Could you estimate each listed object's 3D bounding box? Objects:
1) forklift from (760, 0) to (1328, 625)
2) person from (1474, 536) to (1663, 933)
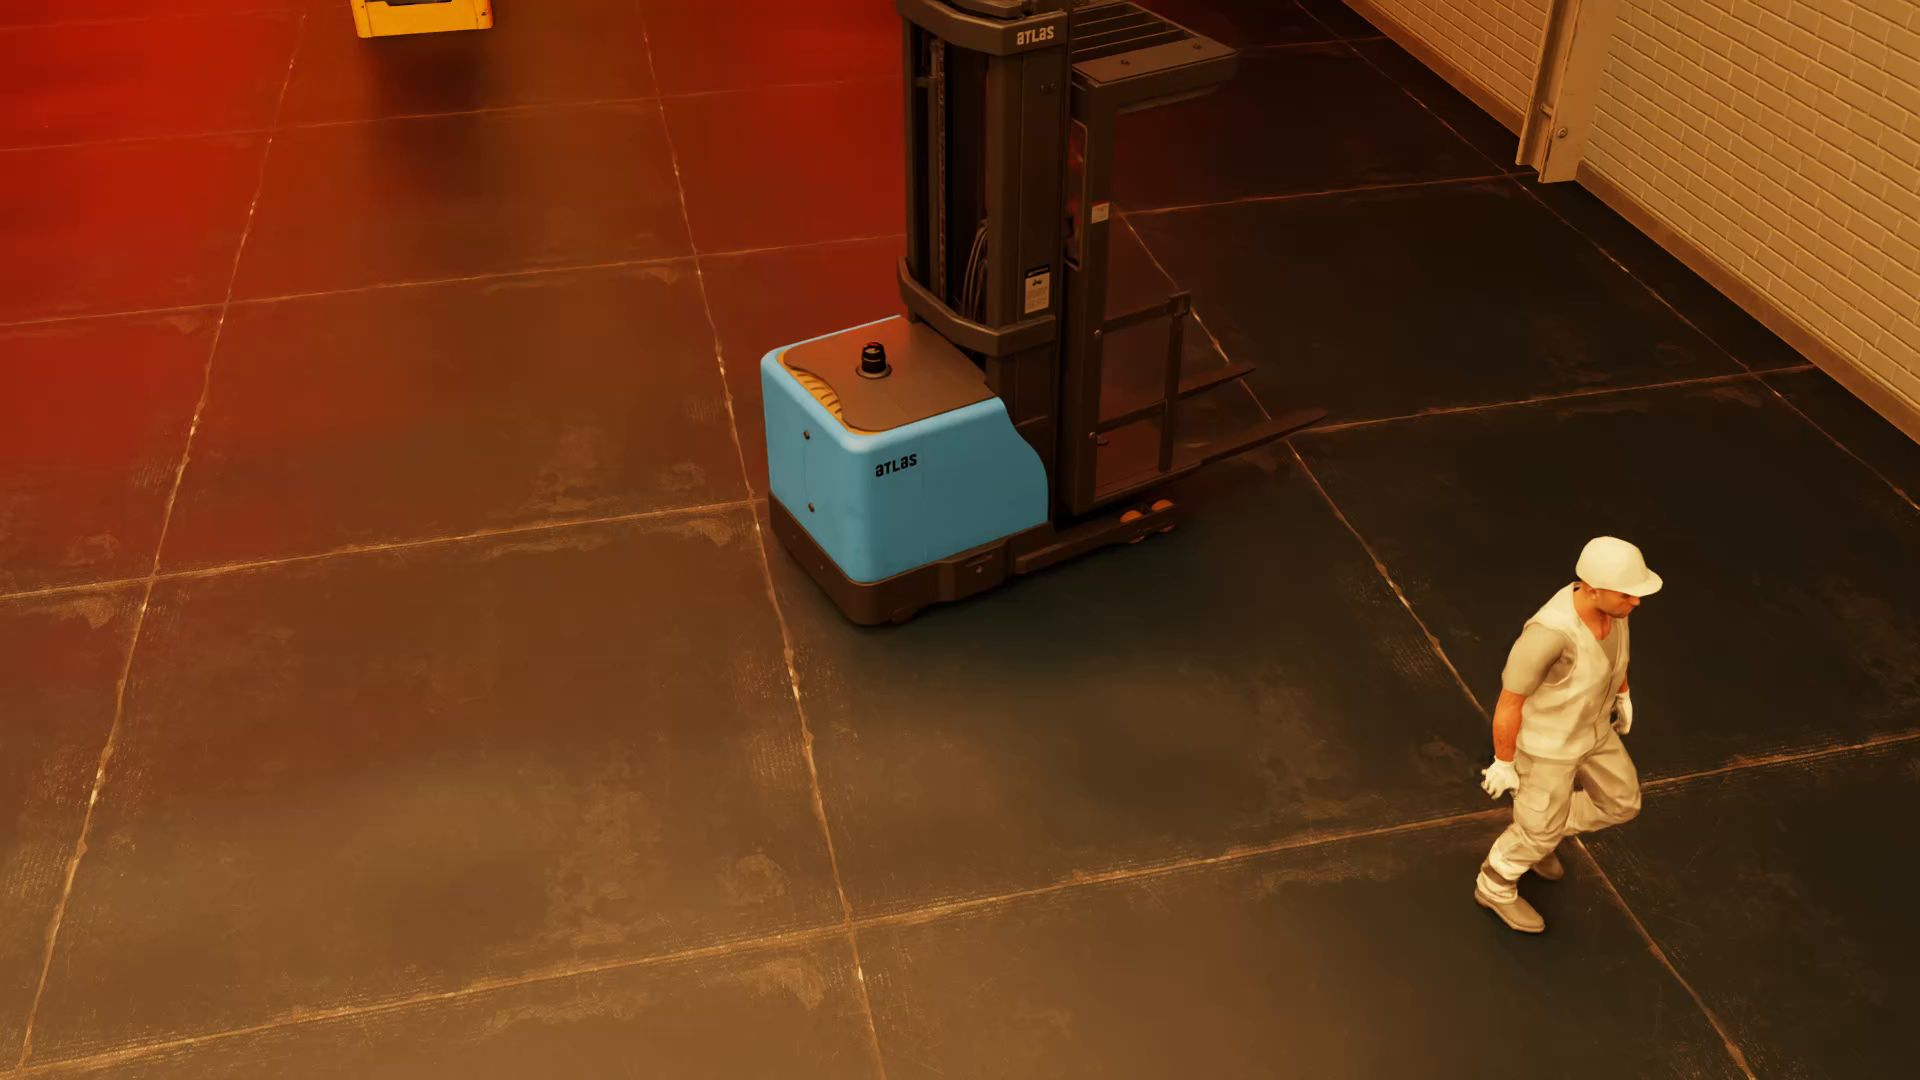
[{"bbox_3d":[0.557,-1.419,8.023,3.031,2.935,1.130,-19,40,-25],"label":"forklift"},{"bbox_3d":[2.234,0.732,6.032,0.704,1.767,0.463,-28,44,-34],"label":"person"}]
